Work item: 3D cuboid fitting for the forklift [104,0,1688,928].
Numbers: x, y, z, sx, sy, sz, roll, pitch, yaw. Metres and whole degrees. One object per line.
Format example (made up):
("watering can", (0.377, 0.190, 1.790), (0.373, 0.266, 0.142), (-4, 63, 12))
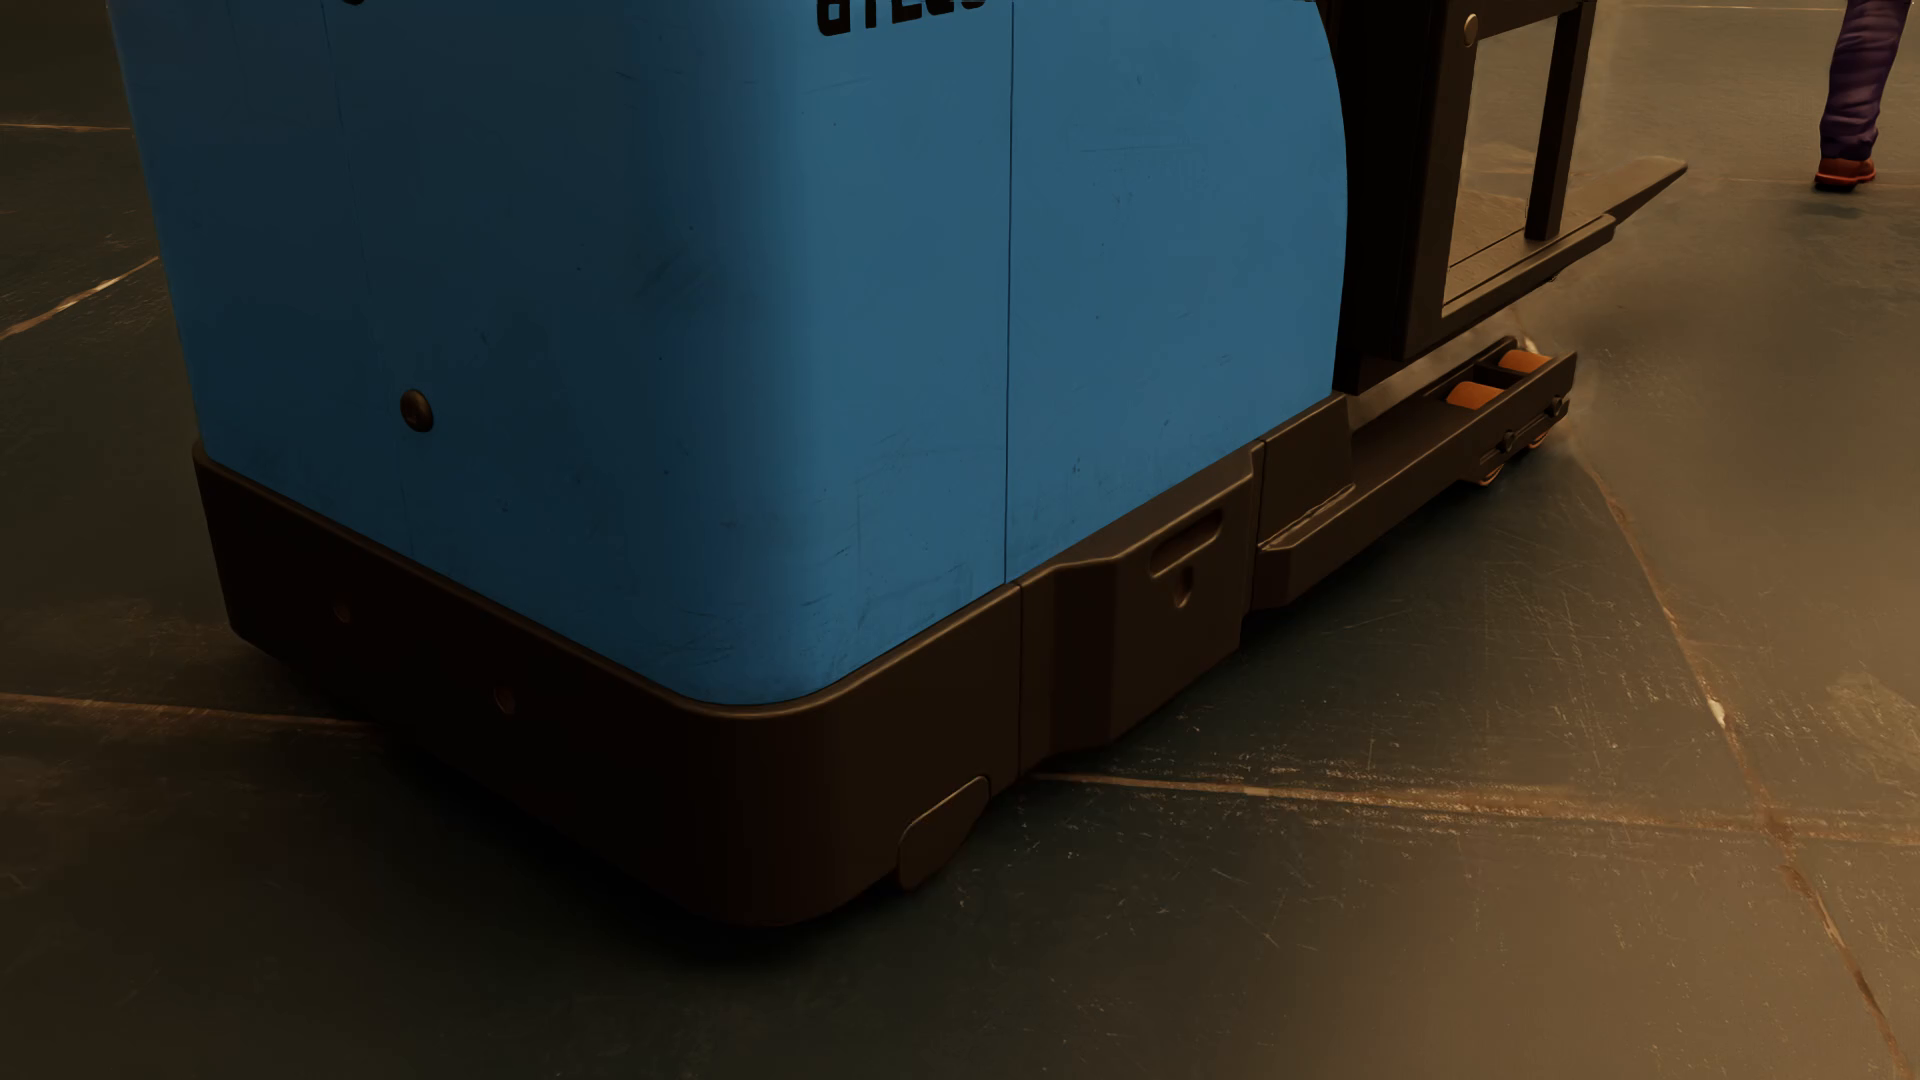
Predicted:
("forklift", (0.384, -1.525, 2.274), (1.130, 2.935, 3.031), (20, 33, 35))

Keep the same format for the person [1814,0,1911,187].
("person", (2.550, -1.688, 4.120), (0.911, 1.655, 0.665), (19, 32, 33))
